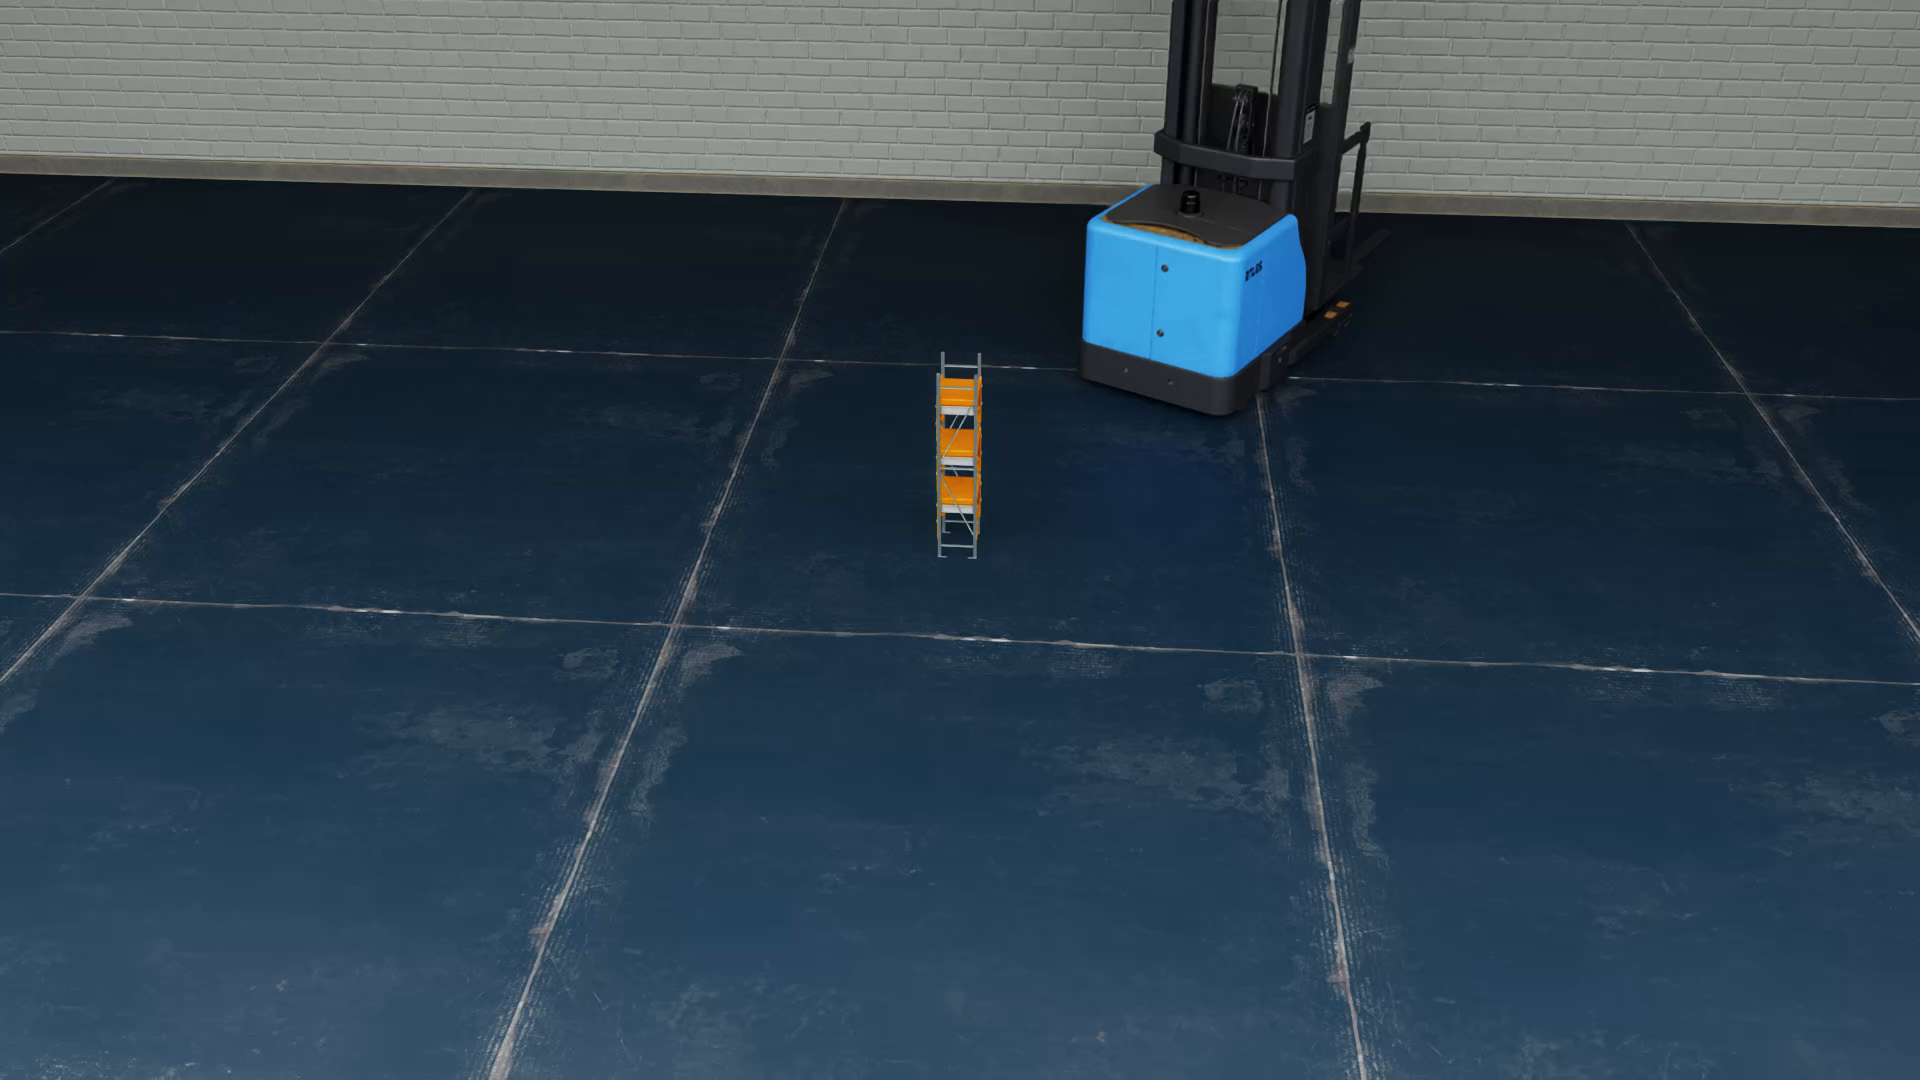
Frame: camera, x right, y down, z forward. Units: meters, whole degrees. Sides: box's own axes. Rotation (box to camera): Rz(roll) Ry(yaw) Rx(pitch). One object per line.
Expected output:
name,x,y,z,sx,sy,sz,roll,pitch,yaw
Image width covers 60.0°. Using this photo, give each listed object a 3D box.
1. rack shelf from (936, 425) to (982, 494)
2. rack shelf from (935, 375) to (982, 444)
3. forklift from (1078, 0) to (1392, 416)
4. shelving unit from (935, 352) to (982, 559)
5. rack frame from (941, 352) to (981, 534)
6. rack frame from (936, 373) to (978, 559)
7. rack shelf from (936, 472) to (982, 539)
rack shelf,-0.004,-0.410,8.435,0.215,0.259,0.240,2,32,4
rack shelf,-0.004,-0.652,8.286,0.215,0.259,0.240,2,32,4
forklift,1.972,-2.710,10.354,1.130,2.935,3.031,19,37,28
shelving unit,-0.004,-0.419,8.429,0.215,1.050,0.252,2,32,4
rack frame,0.006,-0.483,8.533,0.200,1.050,0.008,2,32,4
rack frame,-0.014,-0.355,8.326,0.200,1.050,0.008,2,32,4
rack shelf,-0.004,-0.173,8.581,0.215,0.259,0.240,2,32,4
